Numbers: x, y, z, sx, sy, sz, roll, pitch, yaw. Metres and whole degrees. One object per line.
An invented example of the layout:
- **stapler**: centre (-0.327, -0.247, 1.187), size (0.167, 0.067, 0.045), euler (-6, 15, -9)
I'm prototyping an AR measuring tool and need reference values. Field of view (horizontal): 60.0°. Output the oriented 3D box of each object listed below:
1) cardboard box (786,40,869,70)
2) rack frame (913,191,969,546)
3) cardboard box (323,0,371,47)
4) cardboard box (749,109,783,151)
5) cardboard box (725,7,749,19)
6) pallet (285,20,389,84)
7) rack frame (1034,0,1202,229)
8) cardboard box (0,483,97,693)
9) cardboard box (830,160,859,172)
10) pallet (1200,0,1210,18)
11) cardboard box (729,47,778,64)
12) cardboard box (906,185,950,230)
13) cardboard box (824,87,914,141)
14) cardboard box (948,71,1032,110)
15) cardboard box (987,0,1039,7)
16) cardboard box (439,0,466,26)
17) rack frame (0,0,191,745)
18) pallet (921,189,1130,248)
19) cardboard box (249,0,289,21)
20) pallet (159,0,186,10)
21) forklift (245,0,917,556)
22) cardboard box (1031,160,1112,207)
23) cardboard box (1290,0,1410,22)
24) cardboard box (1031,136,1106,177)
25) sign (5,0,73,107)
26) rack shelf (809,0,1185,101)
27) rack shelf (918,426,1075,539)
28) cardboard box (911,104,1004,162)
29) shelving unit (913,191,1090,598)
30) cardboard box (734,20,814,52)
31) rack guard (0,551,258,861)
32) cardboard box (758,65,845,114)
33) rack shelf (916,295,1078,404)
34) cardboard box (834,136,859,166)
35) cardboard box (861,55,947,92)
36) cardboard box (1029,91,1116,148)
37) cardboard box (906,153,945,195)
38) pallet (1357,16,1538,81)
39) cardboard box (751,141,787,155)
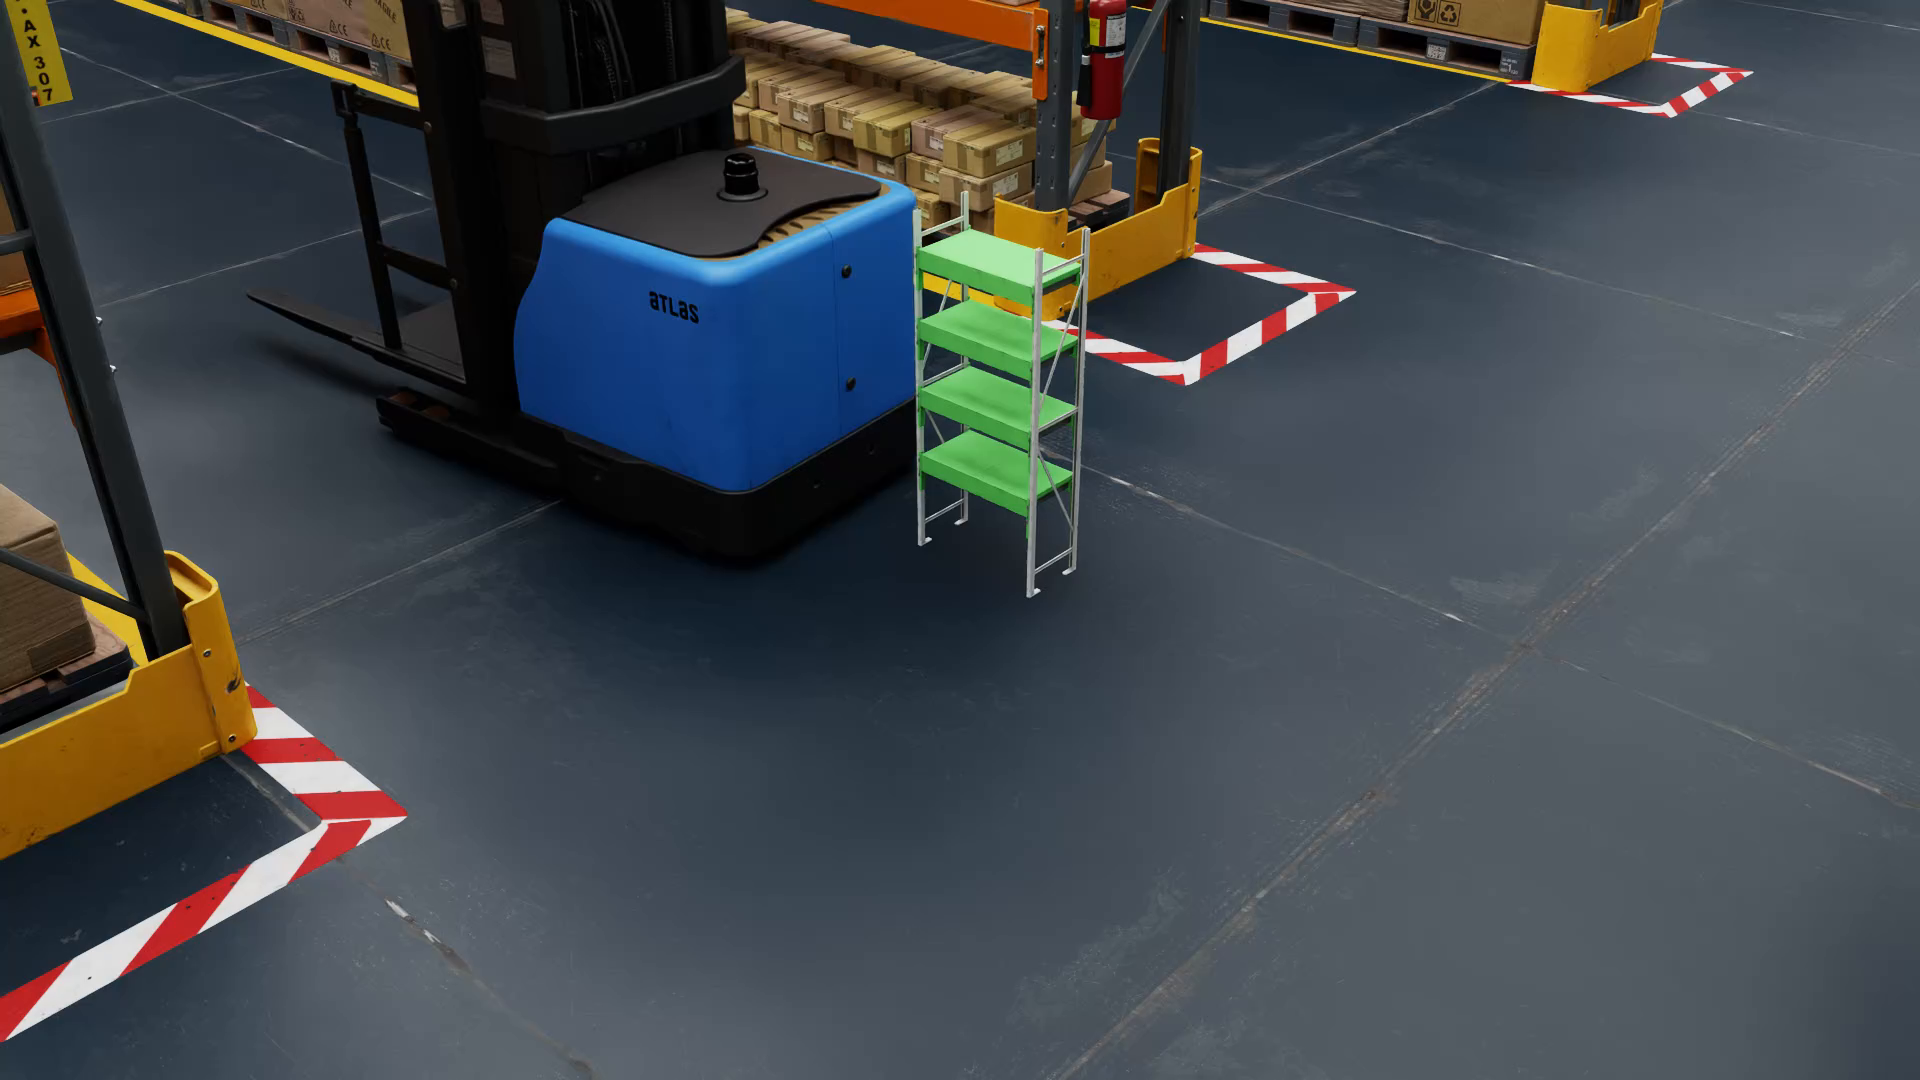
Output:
- **cardboard box**: centre (-0.699, -2.517, 8.803), size (0.250, 0.149, 0.380), euler (25, 39, 35)
- **rack frame**: centre (-0.058, -0.541, 5.486), size (0.015, 1.200, 0.240), euler (25, 39, 35)
- **cardboard box**: centre (-3.740, -3.504, 10.678), size (0.500, 0.500, 0.500), euler (24, 39, 34)
- **cardboard box**: centre (-0.839, -2.103, 8.403), size (0.380, 0.149, 0.250), euler (-27, 40, -37)
- **cardboard box**: centre (-1.421, -2.911, 9.458), size (0.250, 0.149, 0.380), euler (25, 39, 35)
- **pallet**: centre (-3.752, -3.375, 11.151), size (1.213, 0.211, 1.003), euler (25, 39, 35)
- **rack frame**: centre (0.701, -2.494, 6.984), size (0.127, 3.000, 1.000), euler (25, 39, 35)
- **cardboard box**: centre (-3.102, 0.162, 4.650), size (0.875, 0.438, 0.875), euler (24, 38, 34)
- **cardboard box**: centre (-0.418, -1.810, 8.205), size (0.250, 0.149, 0.380), euler (25, 39, 36)
- **pallet**: centre (1.650, -4.252, 12.609), size (1.213, 0.211, 1.003), euler (25, 39, 35)
- **cardboard box**: centre (-1.163, -2.443, 8.680), size (0.250, 0.149, 0.380), euler (23, 38, 33)
- **cardboard box**: centre (-0.088, -1.605, 7.865), size (0.250, 0.149, 0.380), euler (26, 40, 36)
- **cardboard box**: centre (-0.436, -2.057, 8.039), size (0.250, 0.149, 0.380), euler (23, 38, 33)
- **cardboard box**: centre (0.154, -2.204, 8.283), size (0.250, 0.149, 0.380), euler (25, 39, 35)
- **cardboard box**: centre (0.270, -2.391, 7.057), size (0.250, 0.149, 0.380), euler (25, 39, 35)
- **cardboard box**: centre (-2.983, -3.147, 10.086), size (0.500, 0.500, 0.500), euler (24, 39, 34)
- **rack frame**: centre (-2.546, -0.566, 3.782), size (0.127, 3.000, 1.000), euler (25, 39, 35)
- **pallet**: centre (0.066, -1.620, 8.237), size (1.213, 0.211, 1.003), euler (25, 39, 35)
- **cardboard box**: centre (-4.502, -3.857, 11.264), size (0.500, 0.500, 0.500), euler (26, 39, 36)
- **pallet**: centre (-5.764, -4.370, 12.804), size (1.213, 0.211, 1.003), euler (25, 39, 35)
- **forklift**: centre (-1.622, -1.796, 5.892), size (3.031, 2.935, 1.130), euler (21, 37, 30)
- **cardboard box**: centre (0.527, -1.756, 8.116), size (0.250, 0.149, 0.380), euler (26, 40, 36)
- **cardboard box**: centre (2.901, -4.131, 11.357), size (0.875, 0.875, 0.875), euler (25, 39, 35)
- **cardboard box**: centre (0.485, -1.859, 7.999), size (0.250, 0.149, 0.380), euler (27, 40, 37)
- **sign**: centre (-2.169, -1.181, 3.887), size (0.005, 0.325, 0.100), euler (25, 39, 35)
- **rack shelf**: centre (-0.782, -2.878, 8.320), size (4.000, 0.370, 1.077), euler (25, 39, 35)
- **rack shelf**: centre (0.123, -0.196, 5.502), size (0.480, 0.148, 0.258), euler (25, 39, 35)
- **cardboard box**: centre (-0.009, -1.902, 7.782), size (0.250, 0.149, 0.380), euler (26, 40, 36)
- **shelving unit**: centre (0.123, -0.457, 5.345), size (0.503, 1.200, 0.258), euler (25, 39, 35)
- **cardboard box**: centre (-1.018, -2.733, 9.162), size (0.250, 0.149, 0.380), euler (23, 38, 33)
- **rack guard**: centre (-2.528, 0.513, 4.413), size (0.348, 0.500, 1.175), euler (25, 39, 35)
- **cardboard box**: centre (-0.794, -2.263, 8.380), size (0.250, 0.149, 0.380), euler (24, 38, 34)
- **rack shelf**: centre (0.123, -0.608, 5.255), size (0.480, 0.148, 0.258), euler (25, 39, 35)
- **cardboard box**: centre (-0.399, -1.965, 8.174), size (0.250, 0.149, 0.380), euler (24, 39, 35)
- **cardboard box**: centre (-0.284, -2.358, 8.539), size (0.250, 0.149, 0.380), euler (27, 40, 37)
- **cardboard box**: centre (0.540, -2.018, 7.975), size (0.250, 0.149, 0.380), euler (23, 38, 33)
- **cardboard box**: centre (-0.040, -1.764, 7.841), size (0.250, 0.149, 0.380), euler (24, 38, 34)
- **pallet**: centre (3.459, -3.408, 11.206), size (1.213, 0.211, 1.003), euler (25, 39, 35)
- **cardboard box**: centre (-0.838, -1.977, 8.482), size (0.250, 0.149, 0.380), euler (26, 40, 36)
